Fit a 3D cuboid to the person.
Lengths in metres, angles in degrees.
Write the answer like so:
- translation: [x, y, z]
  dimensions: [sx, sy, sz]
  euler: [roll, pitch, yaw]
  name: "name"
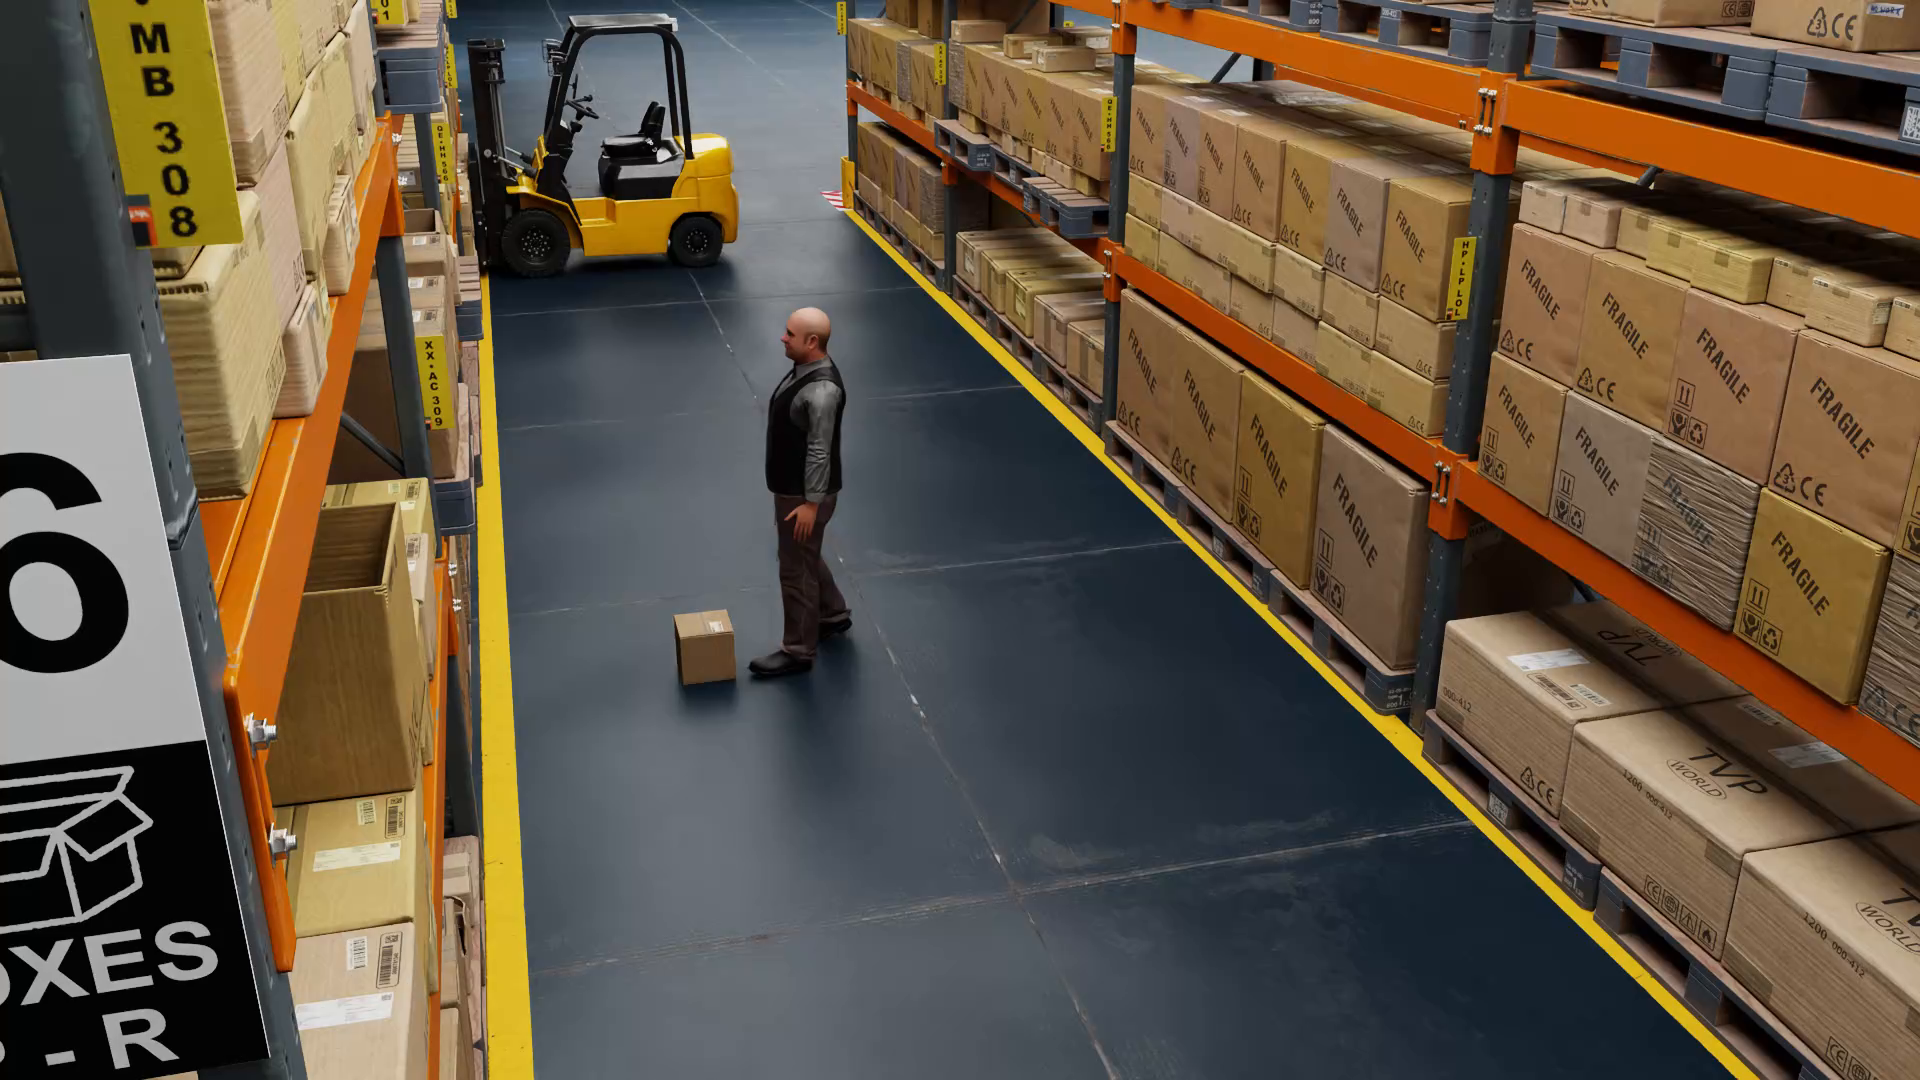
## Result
- translation: [-0.758, -0.215, 7.664]
  dimensions: [0.522, 1.746, 0.576]
  euler: [-4, 23, -9]
  name: "person"
